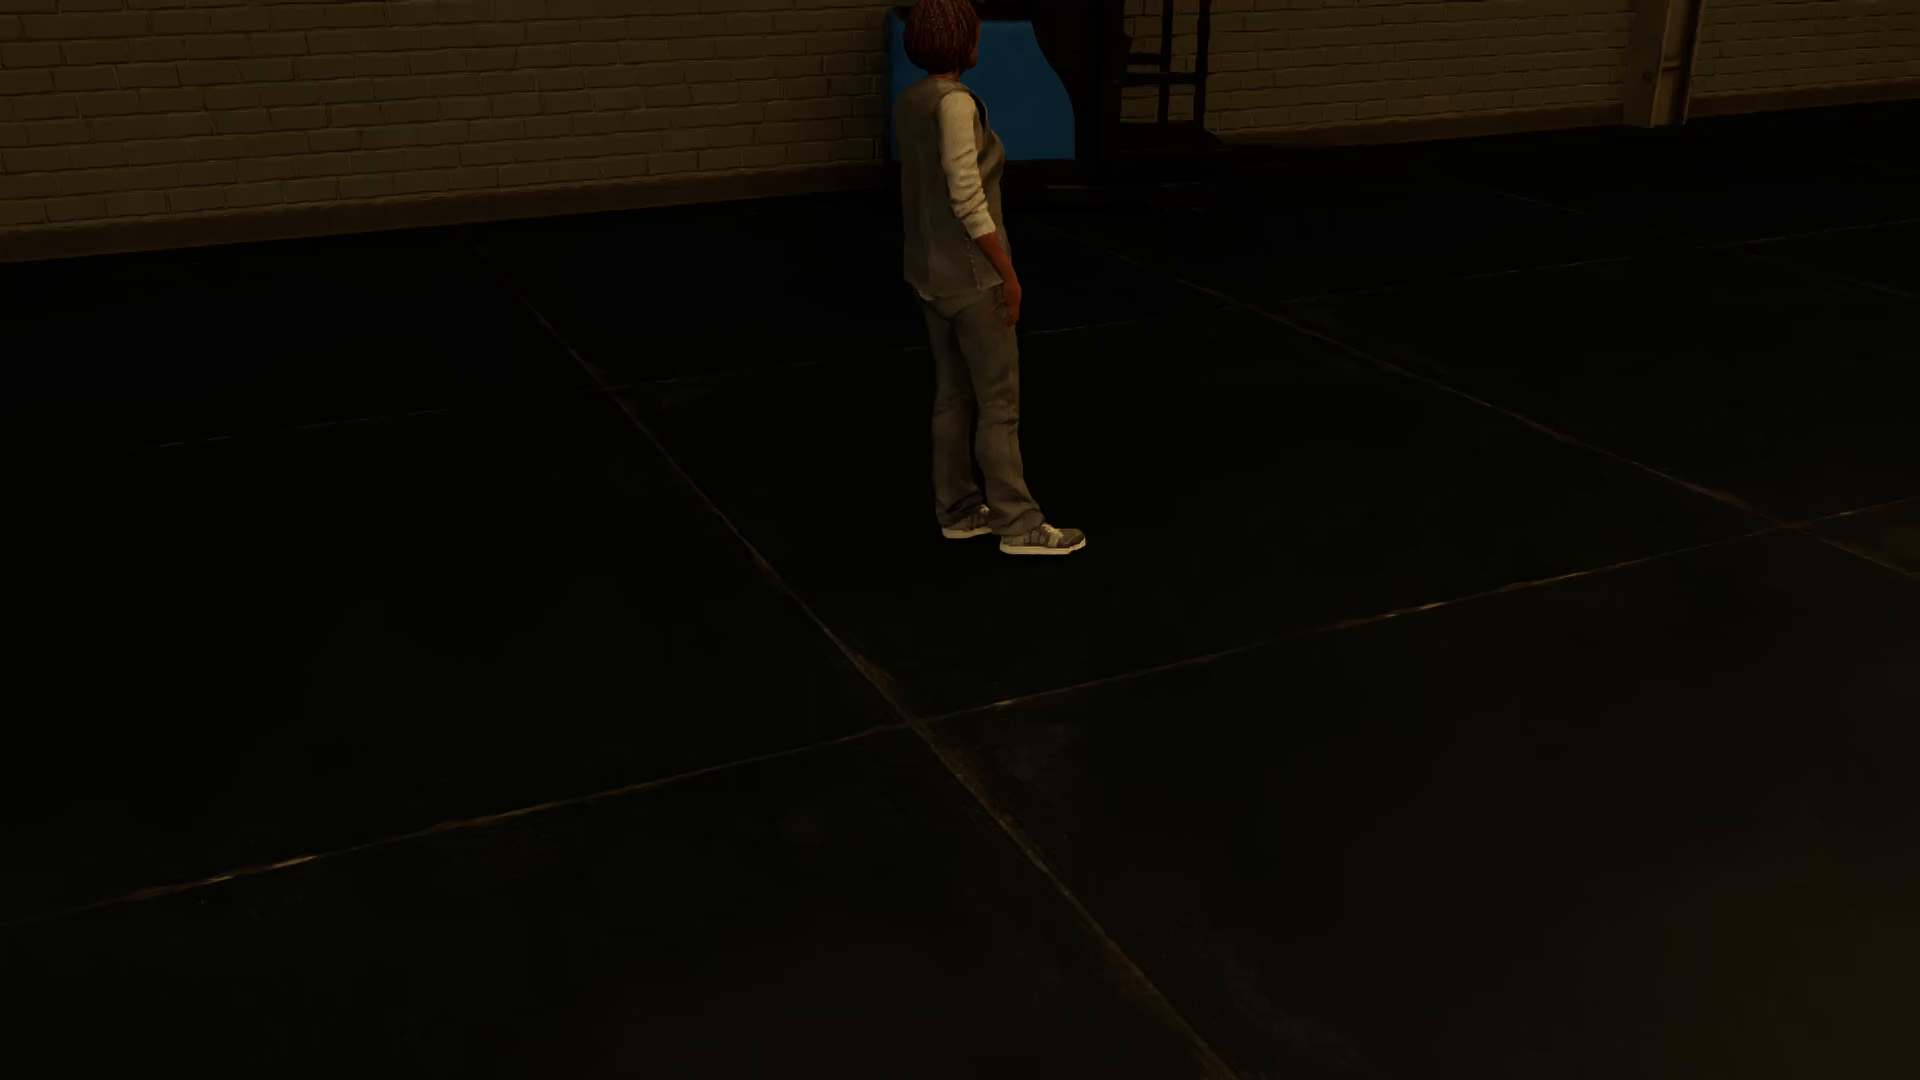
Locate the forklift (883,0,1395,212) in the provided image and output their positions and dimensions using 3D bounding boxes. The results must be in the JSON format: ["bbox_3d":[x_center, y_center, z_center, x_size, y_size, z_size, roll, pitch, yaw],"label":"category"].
[{"bbox_3d":[1.066,-3.472,9.644,3.031,2.935,1.130,-2,23,-5],"label":"forklift"}]

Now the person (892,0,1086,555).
[{"bbox_3d":[0.073,-0.751,4.815,0.474,1.597,0.521,-10,25,-23],"label":"person"}]
